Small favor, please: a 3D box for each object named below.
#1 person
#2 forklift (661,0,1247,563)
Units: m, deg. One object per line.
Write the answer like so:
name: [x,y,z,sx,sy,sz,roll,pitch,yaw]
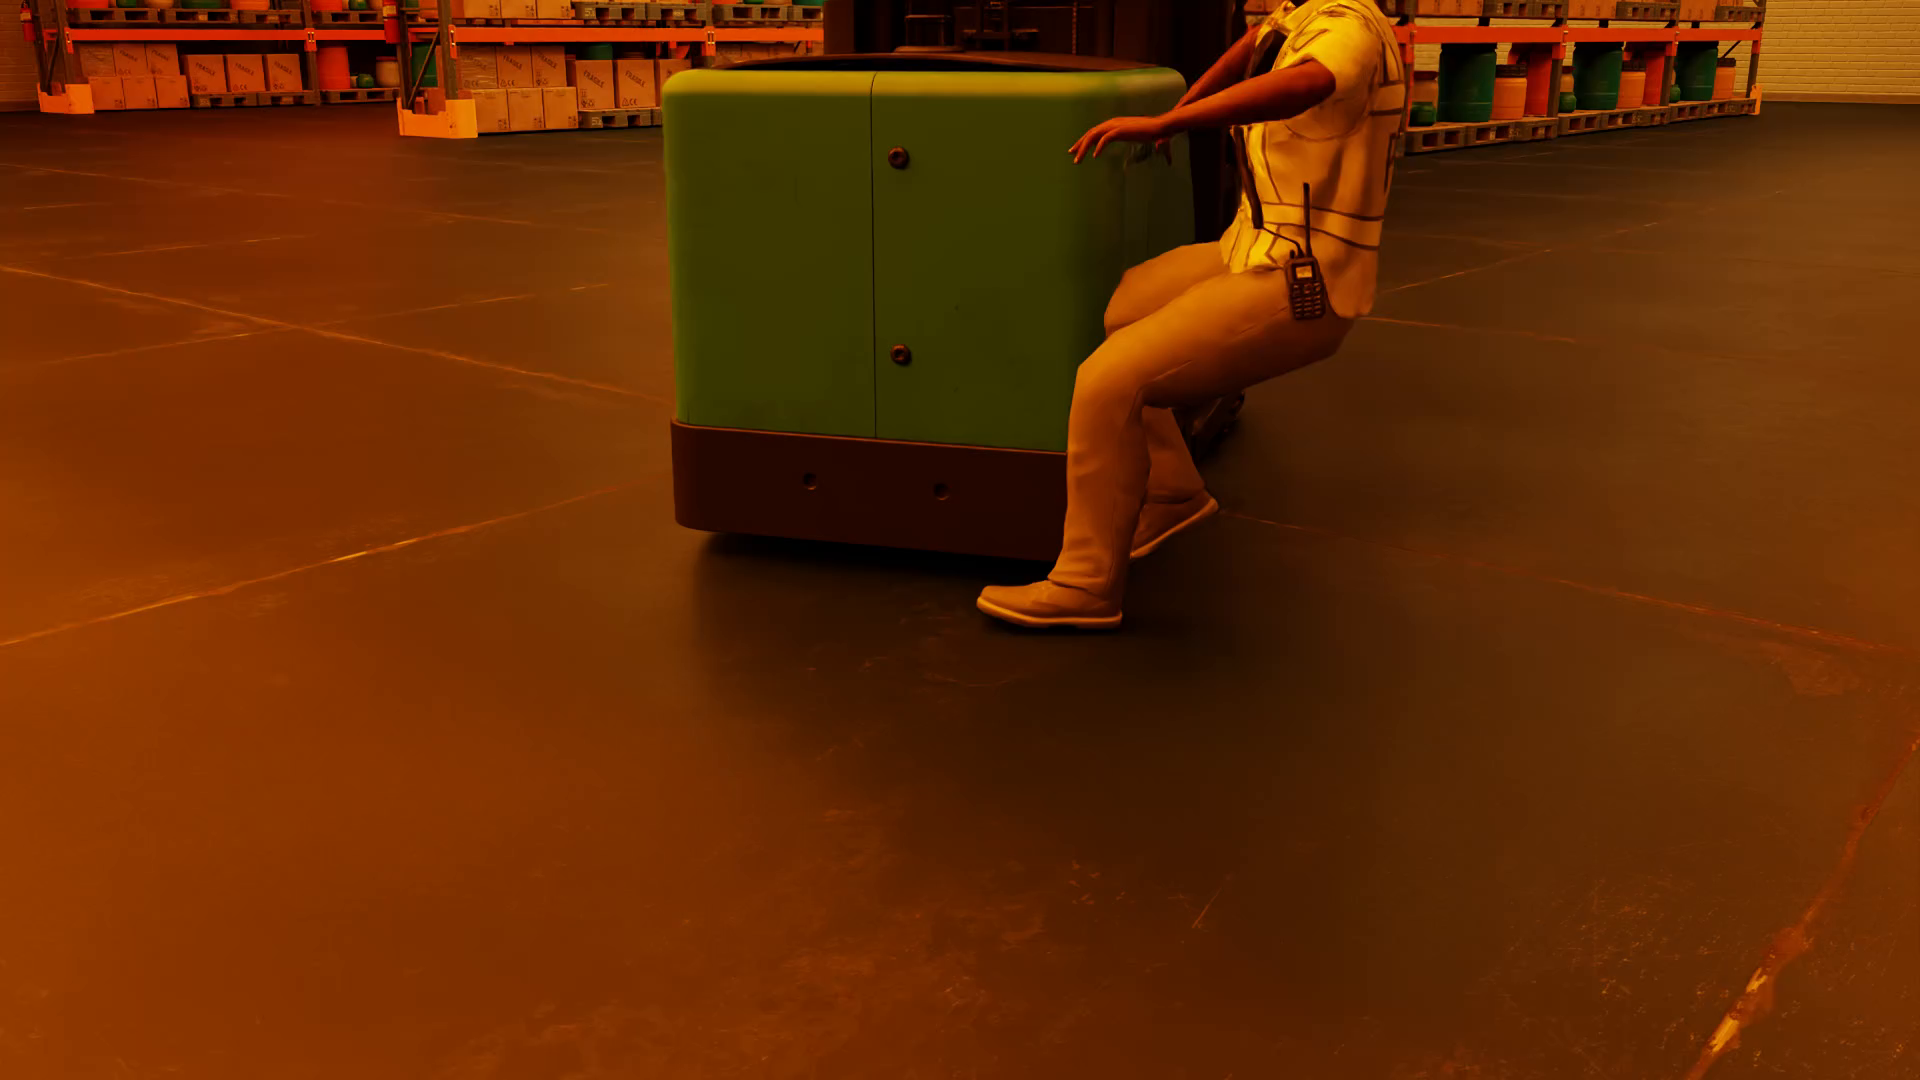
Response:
person: [0.433,-0.579,3.300,0.813,1.464,1.020,-1,17,-3]
forklift: [0.258,-1.740,4.628,1.130,2.935,3.031,5,18,16]
